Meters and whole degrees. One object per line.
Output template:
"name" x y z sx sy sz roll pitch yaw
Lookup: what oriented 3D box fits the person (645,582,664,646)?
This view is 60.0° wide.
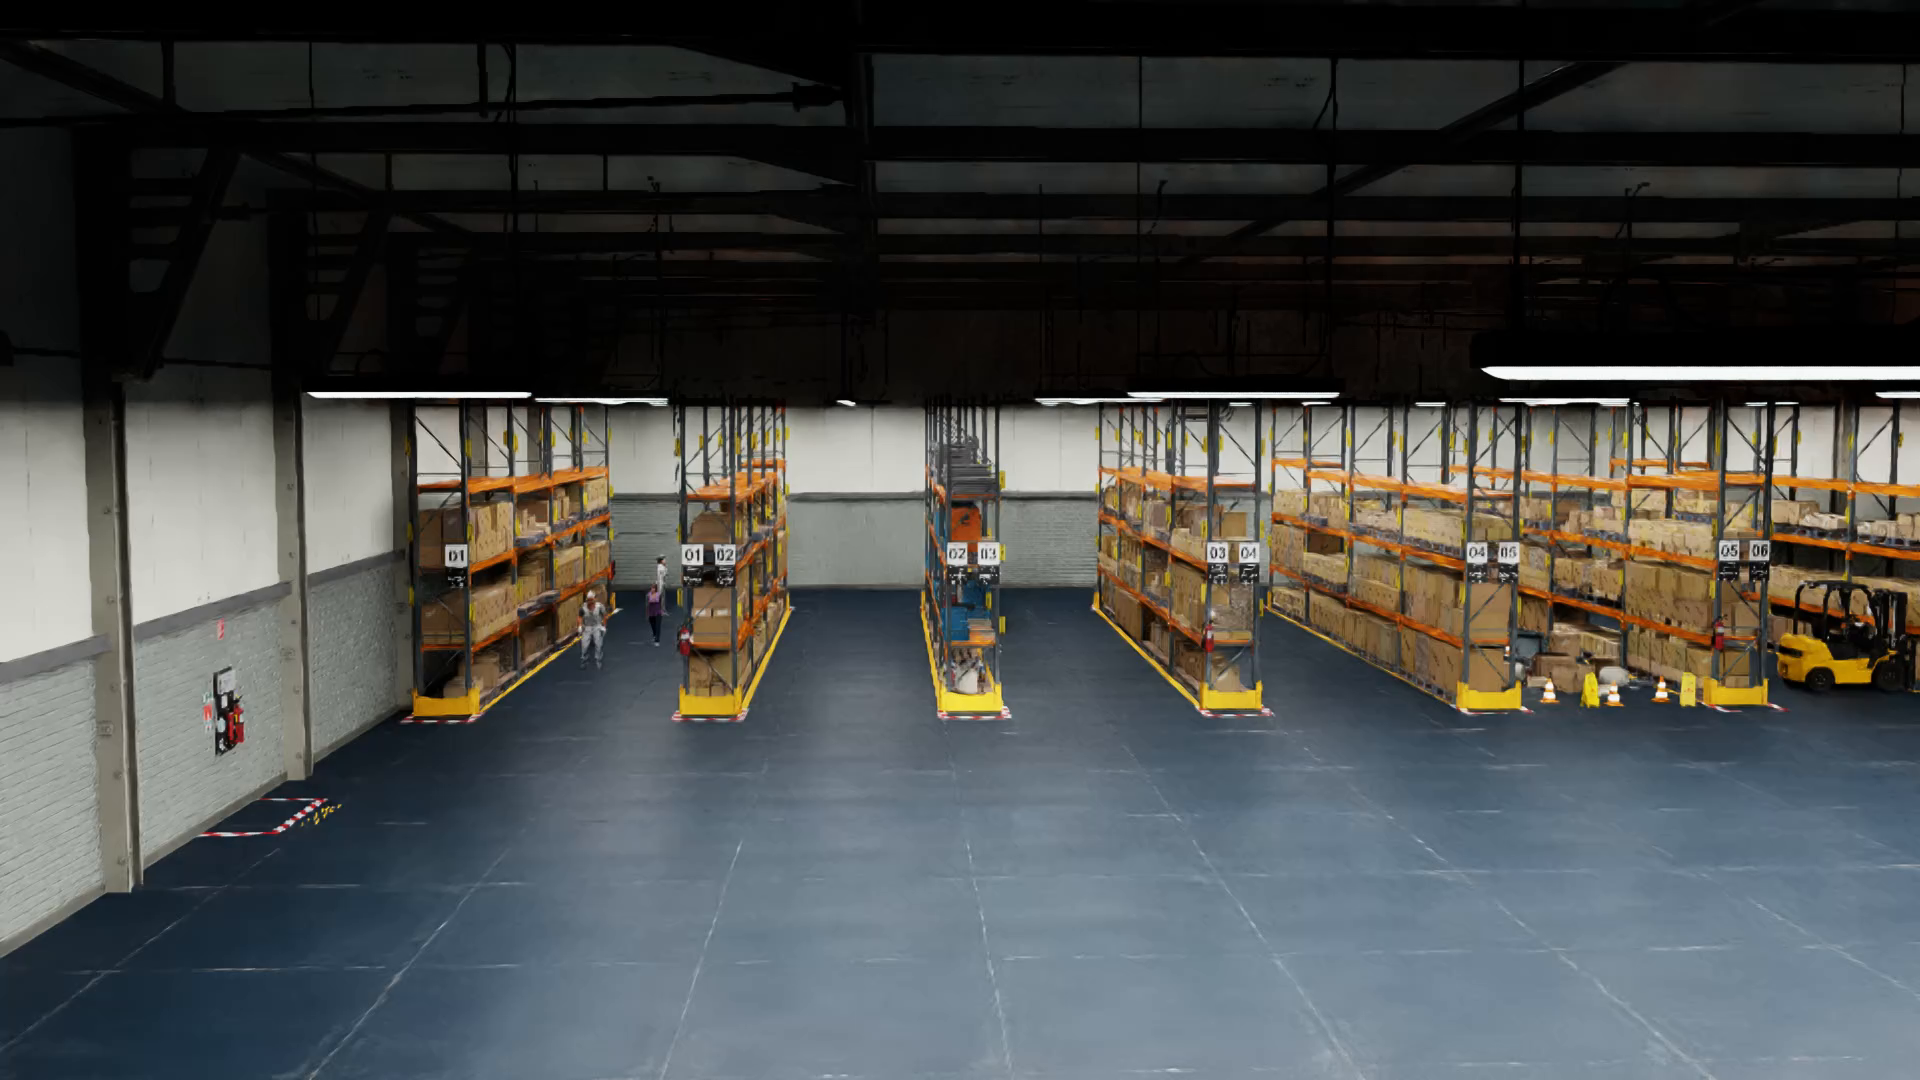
"person" -7.409 1.770 40.279 0.417 1.517 1.032 0 5 0

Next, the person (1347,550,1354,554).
"person" 11.112 1.081 47.326 0.456 1.779 0.620 -3 5 -33

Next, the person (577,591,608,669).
"person" -8.081 1.977 36.522 0.677 1.742 0.552 0 5 -4

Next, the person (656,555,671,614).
"person" -8.283 1.244 46.114 0.483 1.668 0.648 -1 5 -7
